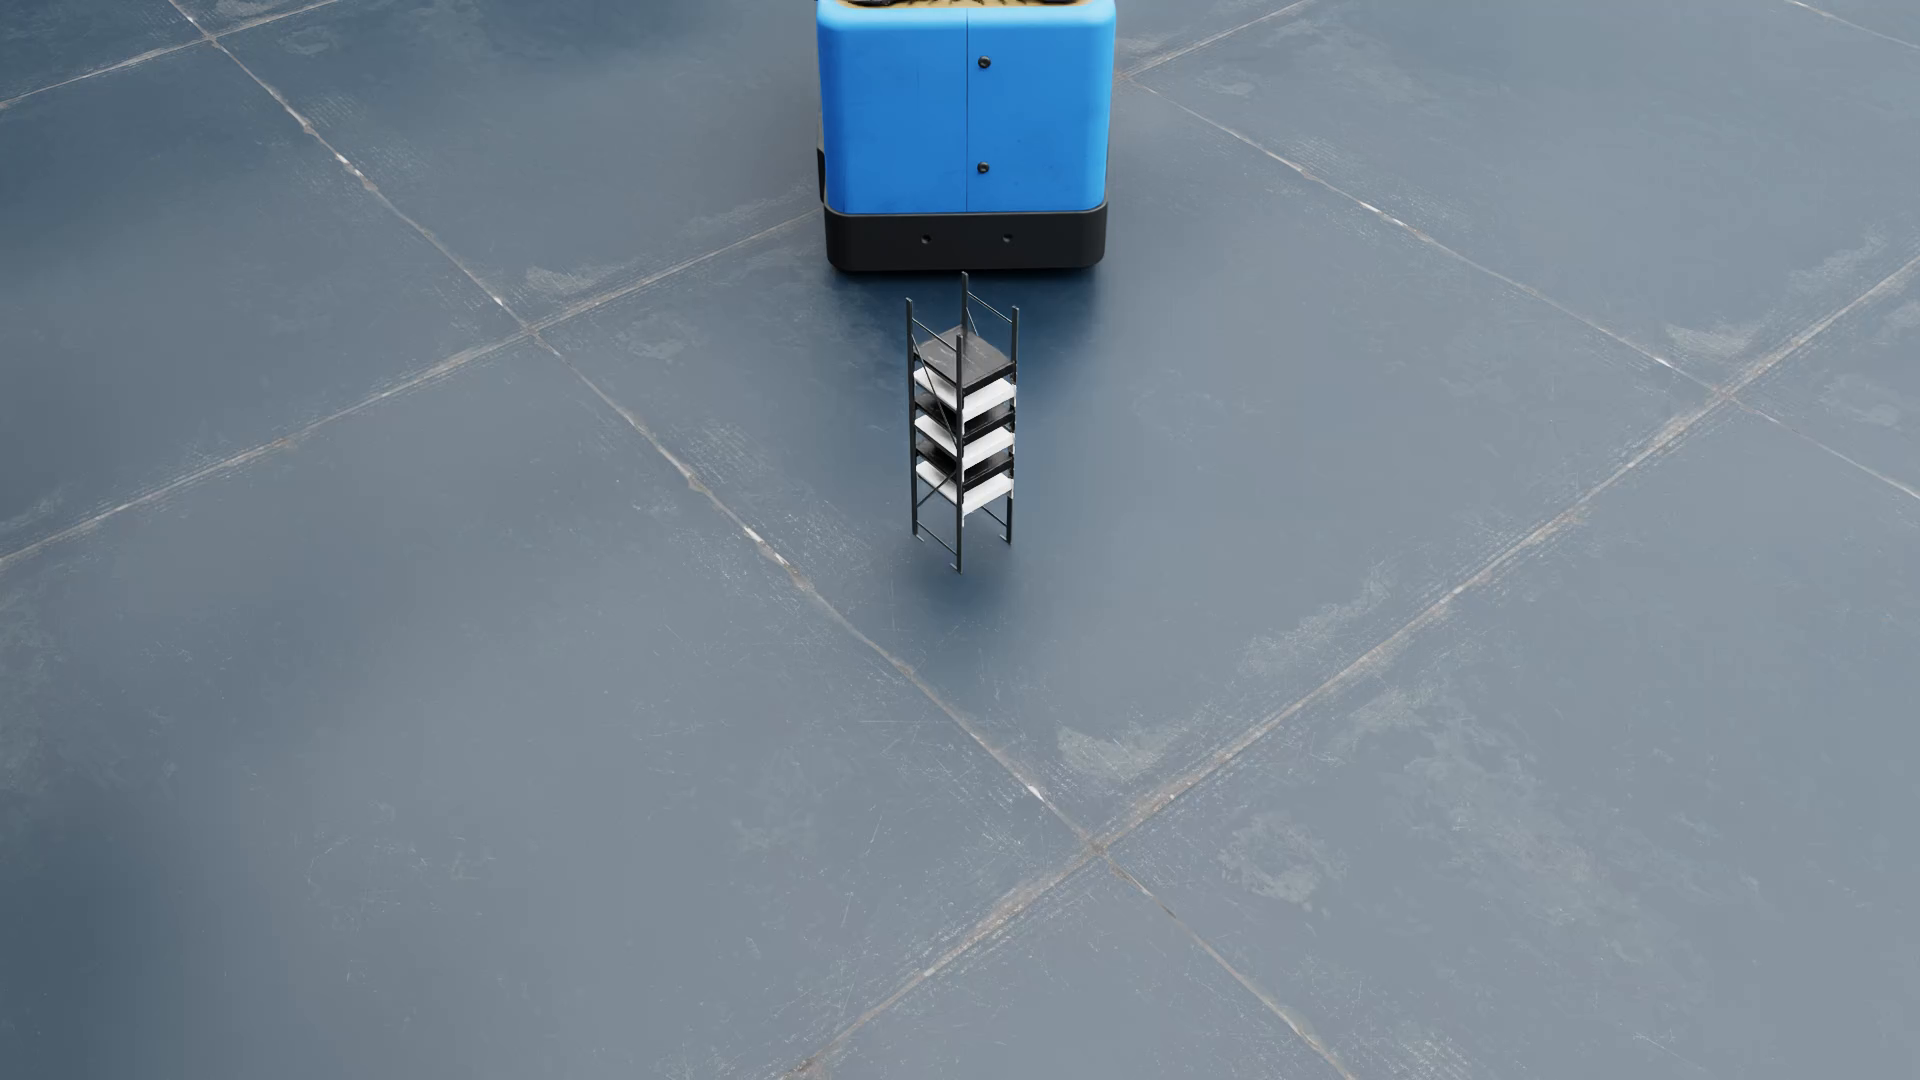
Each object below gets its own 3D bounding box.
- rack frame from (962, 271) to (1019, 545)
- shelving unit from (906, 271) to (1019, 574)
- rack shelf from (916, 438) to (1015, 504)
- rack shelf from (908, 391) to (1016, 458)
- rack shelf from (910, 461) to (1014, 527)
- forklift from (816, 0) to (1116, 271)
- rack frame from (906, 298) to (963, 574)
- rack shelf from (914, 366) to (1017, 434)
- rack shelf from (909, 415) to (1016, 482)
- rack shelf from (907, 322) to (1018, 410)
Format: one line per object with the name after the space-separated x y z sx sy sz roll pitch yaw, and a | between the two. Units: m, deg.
0.084 -0.376 4.993 0.006 0.900 0.240 -30 51 -28 | rack frame
0.006 -0.332 4.946 0.210 0.900 0.258 -30 51 -28 | shelving unit
0.006 -0.242 5.030 0.200 0.077 0.258 -30 51 -28 | rack shelf
0.006 -0.373 4.907 0.200 0.077 0.258 -30 51 -28 | rack shelf
0.006 -0.176 5.092 0.200 0.077 0.258 -30 51 -28 | rack shelf
-0.017 -3.063 6.371 1.130 2.935 3.031 -1 43 -1 | forklift
-0.072 -0.287 4.898 0.006 0.900 0.240 -30 51 -28 | rack frame
0.006 -0.438 4.845 0.200 0.077 0.258 -30 51 -28 | rack shelf
0.006 -0.307 4.969 0.200 0.077 0.258 -30 51 -28 | rack shelf
0.006 -0.504 4.784 0.200 0.077 0.258 -30 51 -28 | rack shelf
